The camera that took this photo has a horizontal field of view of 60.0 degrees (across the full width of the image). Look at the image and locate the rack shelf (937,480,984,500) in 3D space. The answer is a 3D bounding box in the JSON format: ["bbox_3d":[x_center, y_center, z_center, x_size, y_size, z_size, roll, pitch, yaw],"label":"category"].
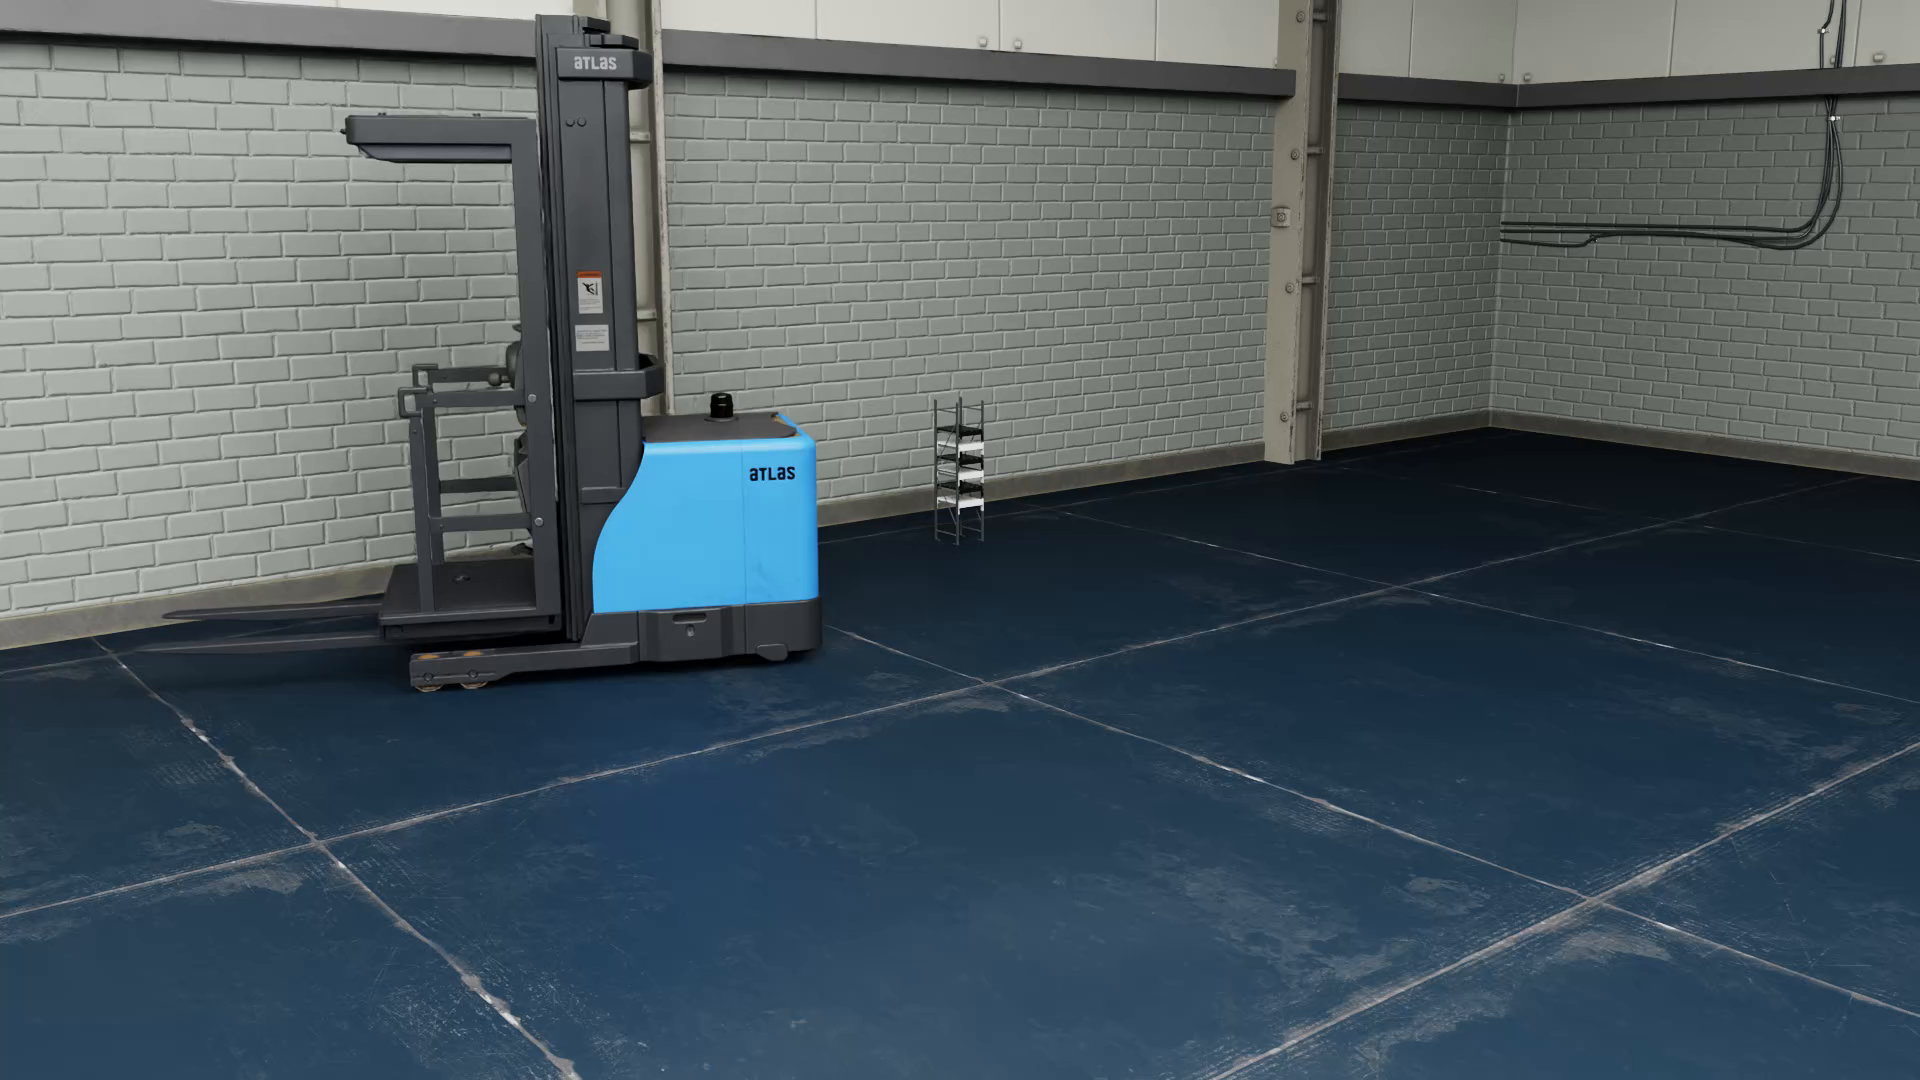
[{"bbox_3d":[-0.006,-0.318,10.556,0.200,0.077,0.258,-9,15,-38],"label":"rack shelf"}]

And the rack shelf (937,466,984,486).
[{"bbox_3d":[-0.006,-0.407,10.537,0.200,0.077,0.258,-9,15,-38],"label":"rack shelf"}]

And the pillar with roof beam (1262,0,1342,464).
[{"bbox_3d":[5.430,-4.368,9.534,0.400,9.000,9.100,-9,15,-38],"label":"pillar with roof beam"}]

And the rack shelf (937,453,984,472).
[{"bbox_3d":[-0.006,-0.495,10.519,0.200,0.077,0.258,-9,15,-38],"label":"rack shelf"}]

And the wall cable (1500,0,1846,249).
[{"bbox_3d":[5.867,-3.715,13.935,0.112,2.526,3.097,-9,15,-38],"label":"wall cable"}]

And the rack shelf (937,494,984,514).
[{"bbox_3d":[-0.006,-0.230,10.575,0.200,0.077,0.258,-9,15,-38],"label":"rack shelf"}]

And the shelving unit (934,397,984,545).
[{"bbox_3d":[-0.006,-0.439,10.530,0.210,0.900,0.258,-9,15,-38],"label":"shelving unit"}]

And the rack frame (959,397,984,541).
[{"bbox_3d":[0.073,-0.452,10.592,0.006,0.900,0.240,-9,15,-38],"label":"rack frame"}]

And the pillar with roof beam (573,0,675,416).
[{"bbox_3d":[0.745,-3.589,5.867,0.400,9.000,9.100,-9,15,-38],"label":"pillar with roof beam"}]

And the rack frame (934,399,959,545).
[{"bbox_3d":[-0.086,-0.426,10.468,0.006,0.900,0.240,-9,15,-38],"label":"rack frame"}]

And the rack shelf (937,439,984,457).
[{"bbox_3d":[-0.006,-0.583,10.500,0.200,0.077,0.258,-9,15,-38],"label":"rack shelf"}]

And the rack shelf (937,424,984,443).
[{"bbox_3d":[-0.006,-0.671,10.481,0.200,0.077,0.258,-9,15,-38],"label":"rack shelf"}]

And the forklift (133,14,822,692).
[{"bbox_3d":[-2.232,-0.876,7.696,3.031,2.935,1.130,-3,12,-14],"label":"forklift"}]
